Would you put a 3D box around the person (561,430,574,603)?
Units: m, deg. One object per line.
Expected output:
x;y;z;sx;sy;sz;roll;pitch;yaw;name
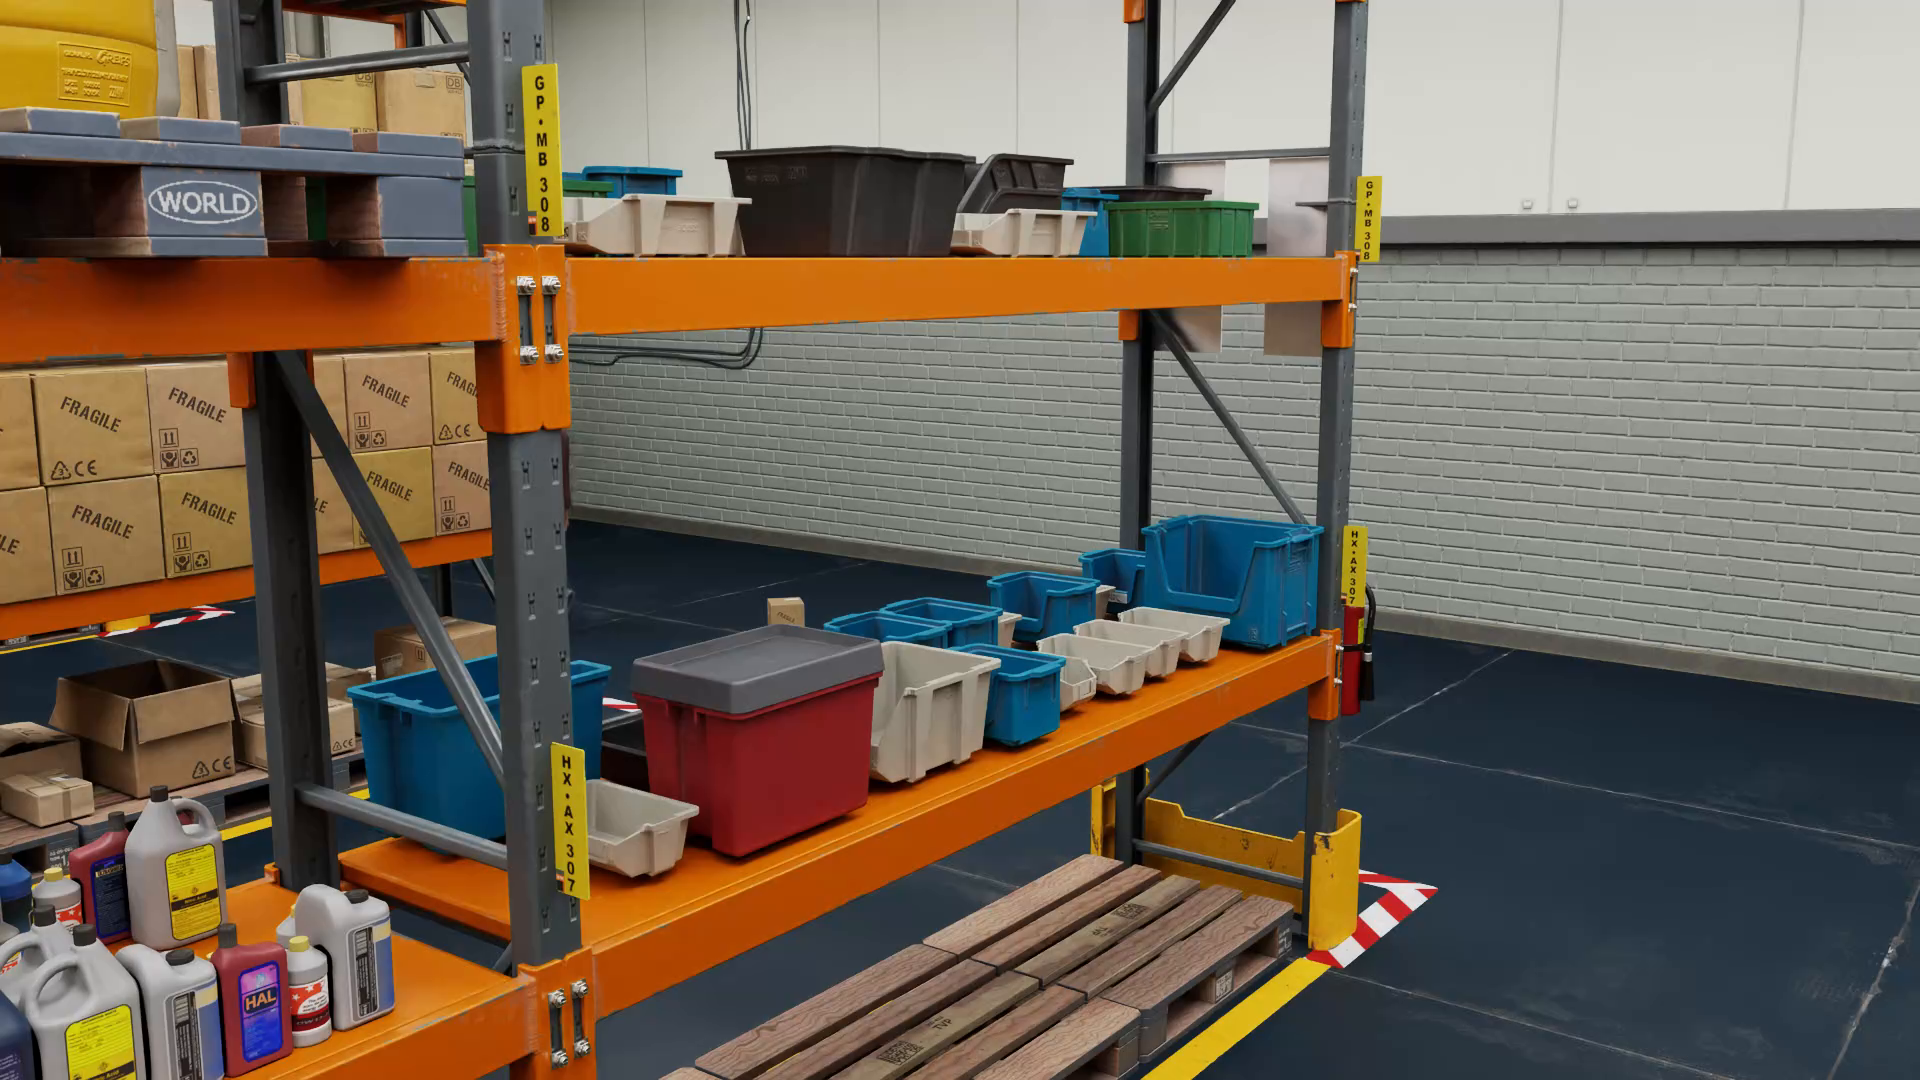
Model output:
-3.196;-0.200;12.506;0.497;1.786;0.608;2;10;13;person
